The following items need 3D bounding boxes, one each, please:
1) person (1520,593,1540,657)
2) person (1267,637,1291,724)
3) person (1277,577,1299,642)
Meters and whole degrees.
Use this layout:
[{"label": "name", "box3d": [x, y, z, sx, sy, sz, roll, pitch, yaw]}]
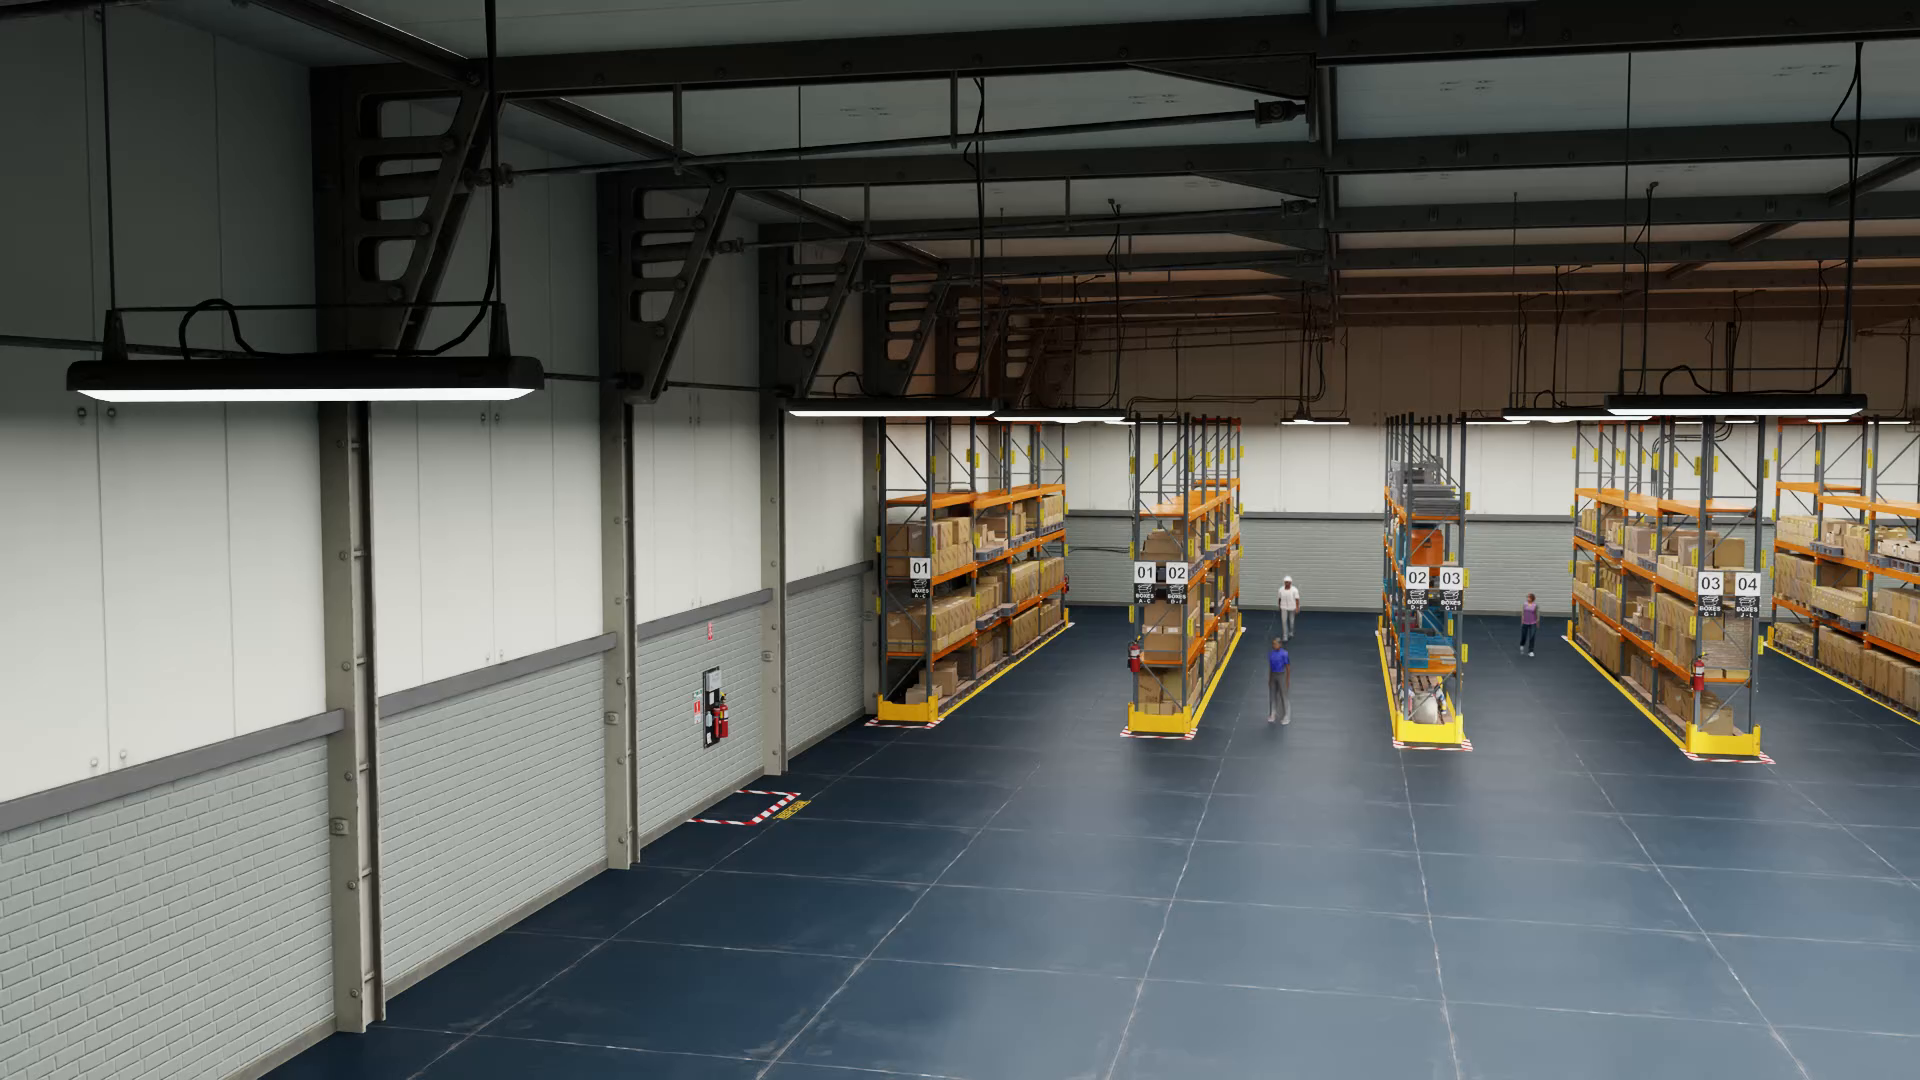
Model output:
[{"label": "person", "box3d": [14.250, 2.104, 41.599, 0.426, 1.593, 0.482, 1, 4, 8]}, {"label": "person", "box3d": [6.200, 2.711, 32.290, 0.351, 1.663, 0.553, -3, 5, -36]}, {"label": "person", "box3d": [8.835, 1.846, 44.728, 0.569, 1.724, 1.080, 1, 4, 9]}]
